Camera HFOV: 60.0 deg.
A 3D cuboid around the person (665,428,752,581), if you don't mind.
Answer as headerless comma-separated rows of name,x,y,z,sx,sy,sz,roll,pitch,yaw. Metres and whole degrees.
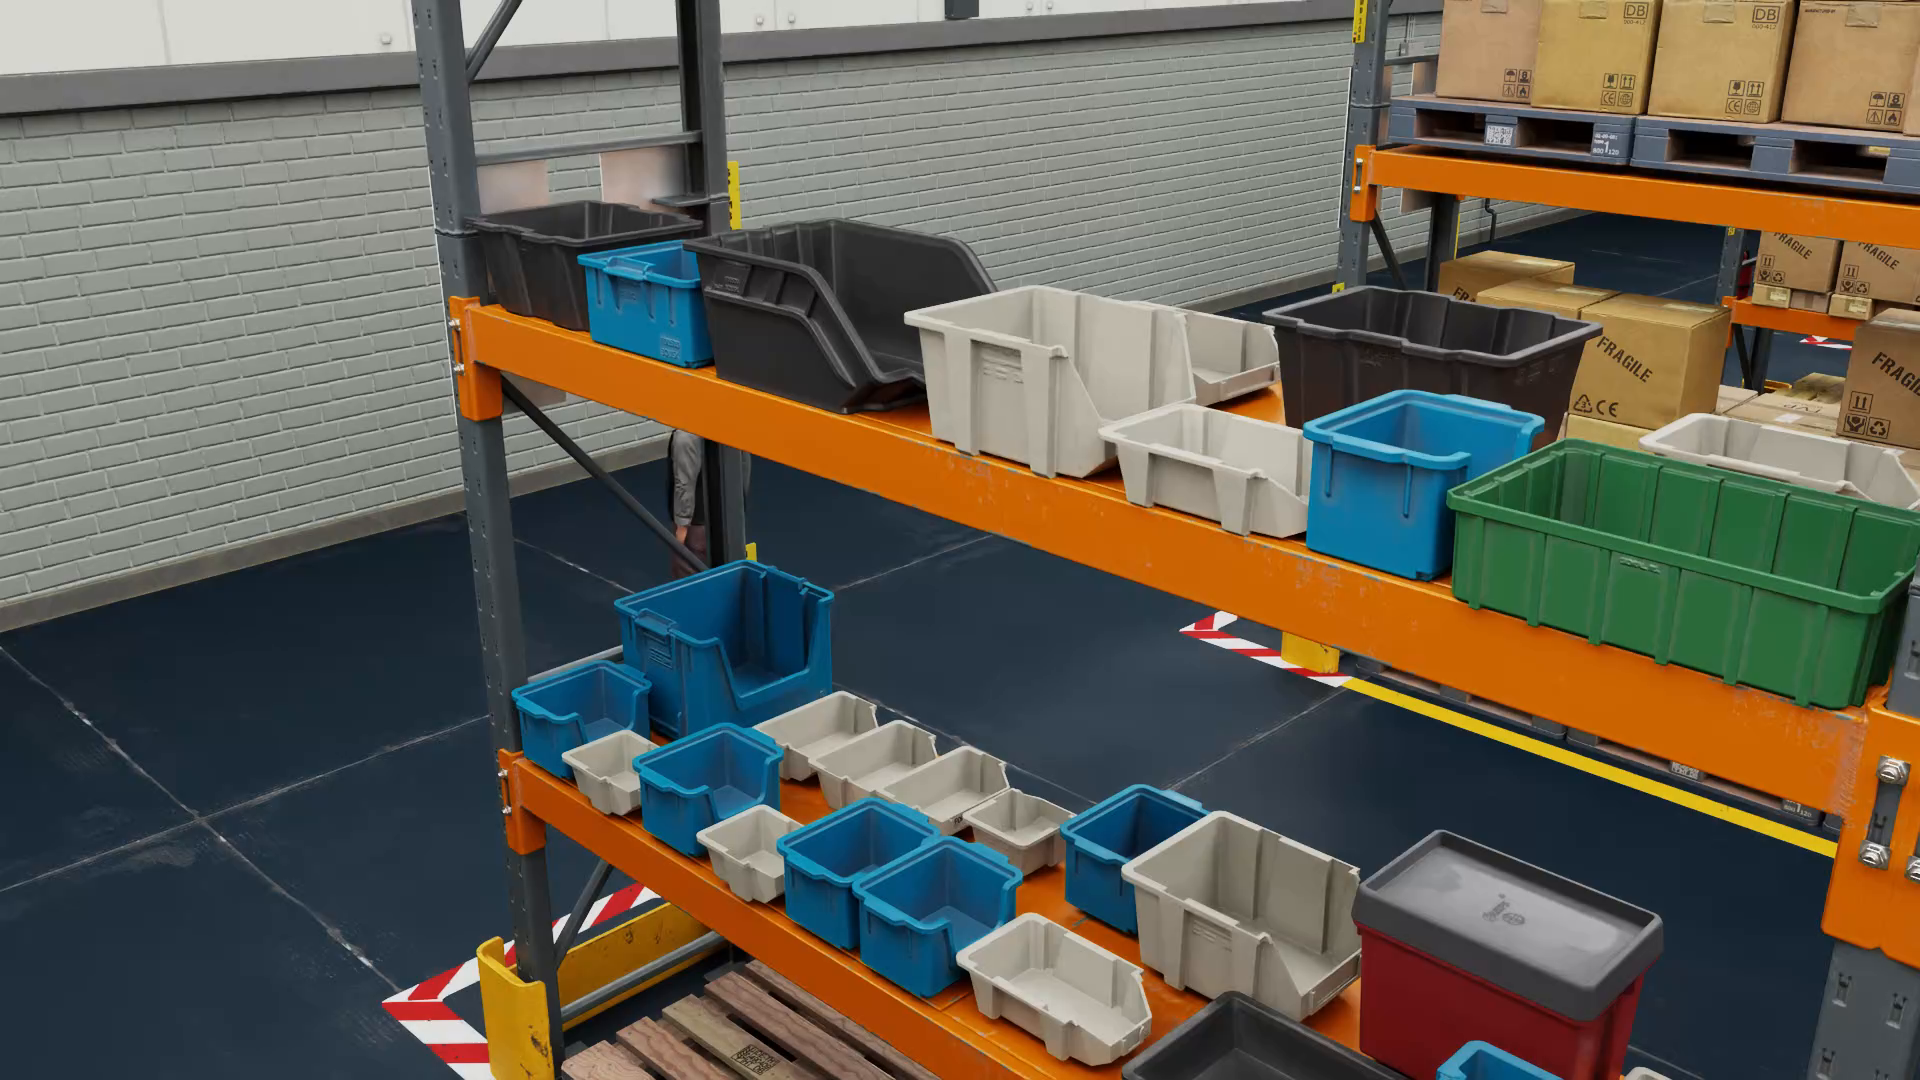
person,-1.370,-0.107,8.857,0.452,1.727,0.544,15,25,34
